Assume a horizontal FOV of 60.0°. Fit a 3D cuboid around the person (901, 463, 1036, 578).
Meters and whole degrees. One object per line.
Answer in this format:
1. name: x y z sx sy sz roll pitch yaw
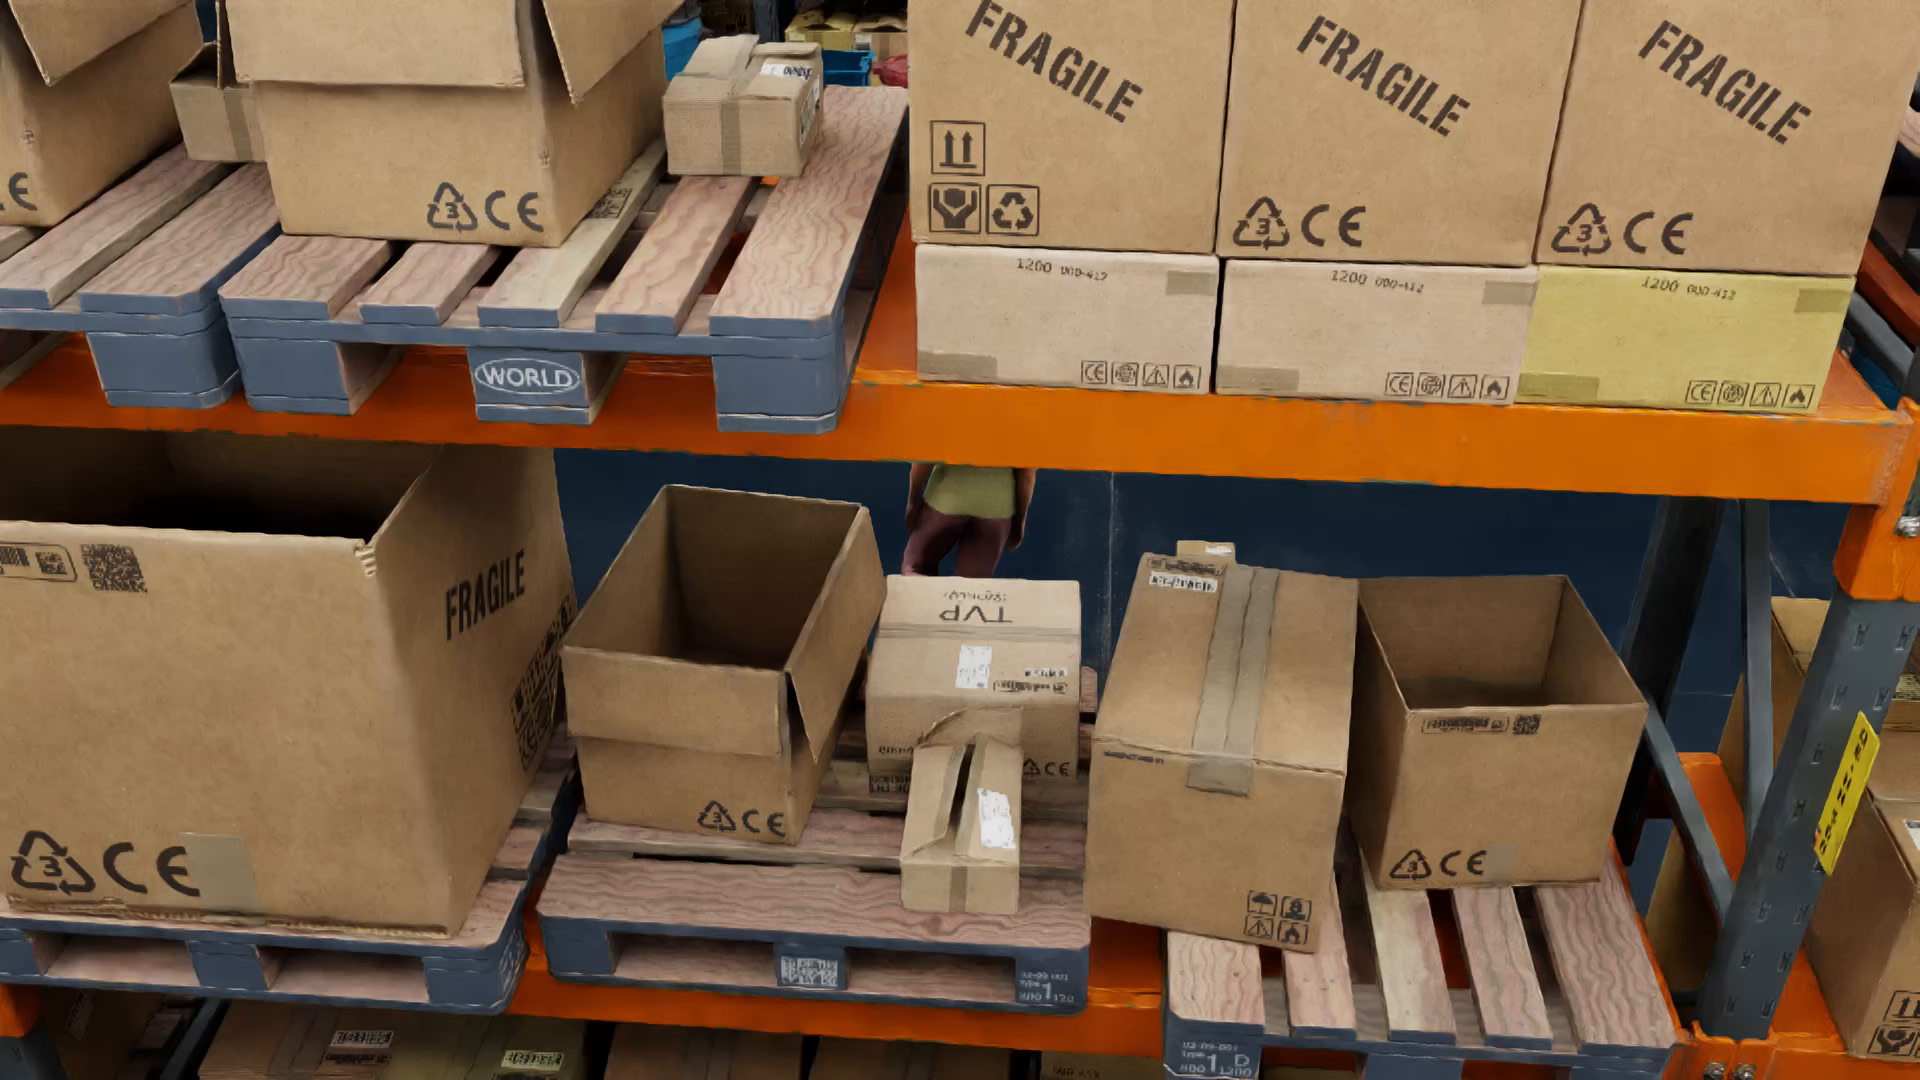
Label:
1. person: 0.021 -0.065 6.259 0.559 1.640 0.513 2 32 4
